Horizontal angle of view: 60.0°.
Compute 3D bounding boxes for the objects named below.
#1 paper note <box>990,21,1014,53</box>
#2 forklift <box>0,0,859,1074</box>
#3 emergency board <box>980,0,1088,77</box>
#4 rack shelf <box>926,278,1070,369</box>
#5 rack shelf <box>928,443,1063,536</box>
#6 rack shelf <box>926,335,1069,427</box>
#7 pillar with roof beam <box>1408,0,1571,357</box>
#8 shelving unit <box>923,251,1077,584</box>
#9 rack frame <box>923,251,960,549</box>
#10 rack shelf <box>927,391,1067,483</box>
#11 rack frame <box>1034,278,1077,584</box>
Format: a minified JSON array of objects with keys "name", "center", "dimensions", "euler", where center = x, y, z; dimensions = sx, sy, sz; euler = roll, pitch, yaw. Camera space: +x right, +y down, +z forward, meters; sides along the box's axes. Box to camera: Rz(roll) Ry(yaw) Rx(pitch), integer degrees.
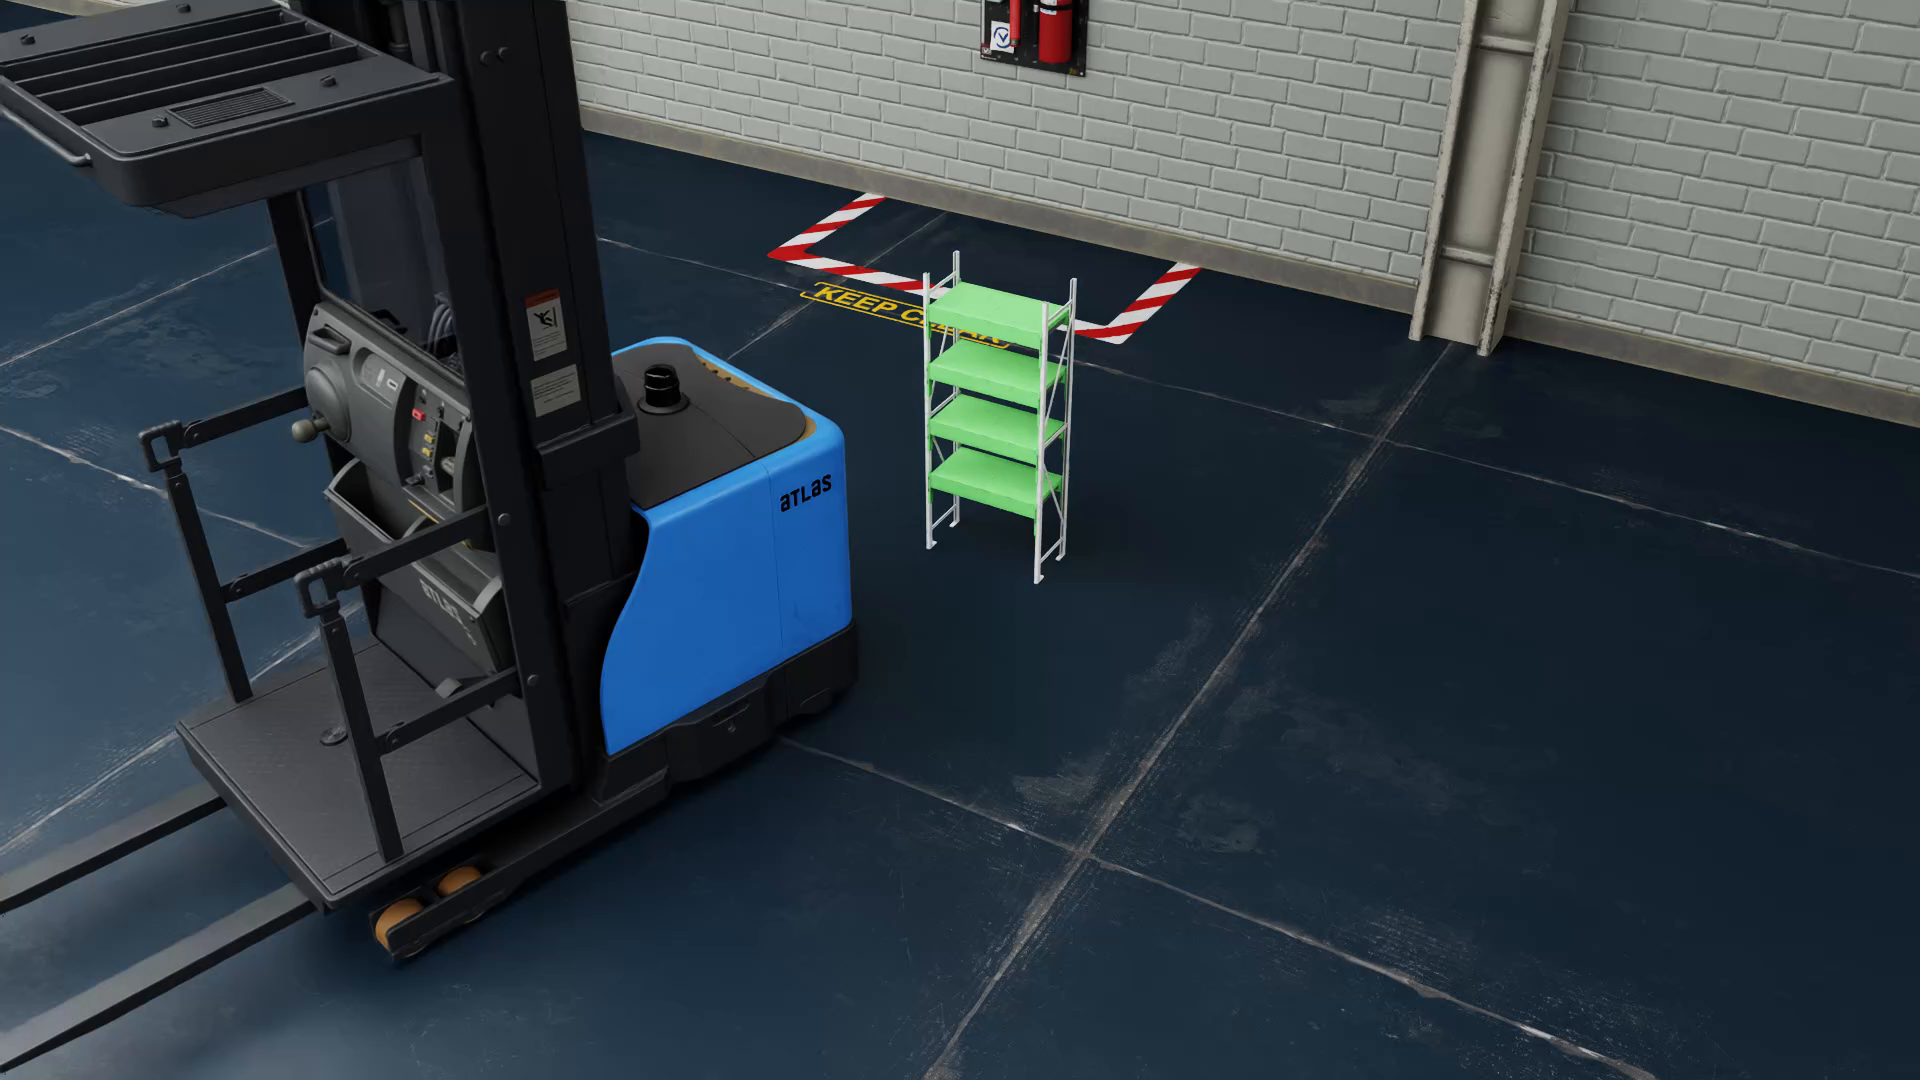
[{"name":"paper note","center":[0.227,-2.681,8.865],"dimensions":[0.142,0.148,0.016],"euler":[18,37,24]},{"name":"forklift","center":[-1.772,-0.318,4.583],"dimensions":[3.031,2.935,1.130],"euler":[-28,43,-35]},{"name":"emergency board","center":[0.346,-2.966,8.498],"dimensions":[0.643,1.169,0.194],"euler":[18,37,24]},{"name":"rack shelf","center":[0.144,-0.800,6.118],"dimensions":[0.480,0.148,0.258],"euler":[18,37,24]},{"name":"rack shelf","center":[0.144,-0.201,6.518],"dimensions":[0.480,0.148,0.258],"euler":[18,37,24]},{"name":"rack shelf","center":[0.144,-0.600,6.251],"dimensions":[0.480,0.148,0.258],"euler":[18,37,24]},{"name":"pillar with roof beam","center":[0.337,-2.693,2.676],"dimensions":[0.400,9.000,9.100],"euler":[18,37,24]},{"name":"shelving unit","center":[0.144,-0.454,6.349],"dimensions":[0.503,1.200,0.258],"euler":[18,37,24]},{"name":"rack frame","center":[-0.068,-0.521,6.450],"dimensions":[0.015,1.200,0.240],"euler":[18,37,24]},{"name":"rack shelf","center":[0.144,-0.401,6.384],"dimensions":[0.480,0.148,0.258],"euler":[18,37,24]},{"name":"rack frame","center":[0.356,-0.387,6.248],"dimensions":[0.015,1.200,0.240],"euler":[18,37,24]}]
